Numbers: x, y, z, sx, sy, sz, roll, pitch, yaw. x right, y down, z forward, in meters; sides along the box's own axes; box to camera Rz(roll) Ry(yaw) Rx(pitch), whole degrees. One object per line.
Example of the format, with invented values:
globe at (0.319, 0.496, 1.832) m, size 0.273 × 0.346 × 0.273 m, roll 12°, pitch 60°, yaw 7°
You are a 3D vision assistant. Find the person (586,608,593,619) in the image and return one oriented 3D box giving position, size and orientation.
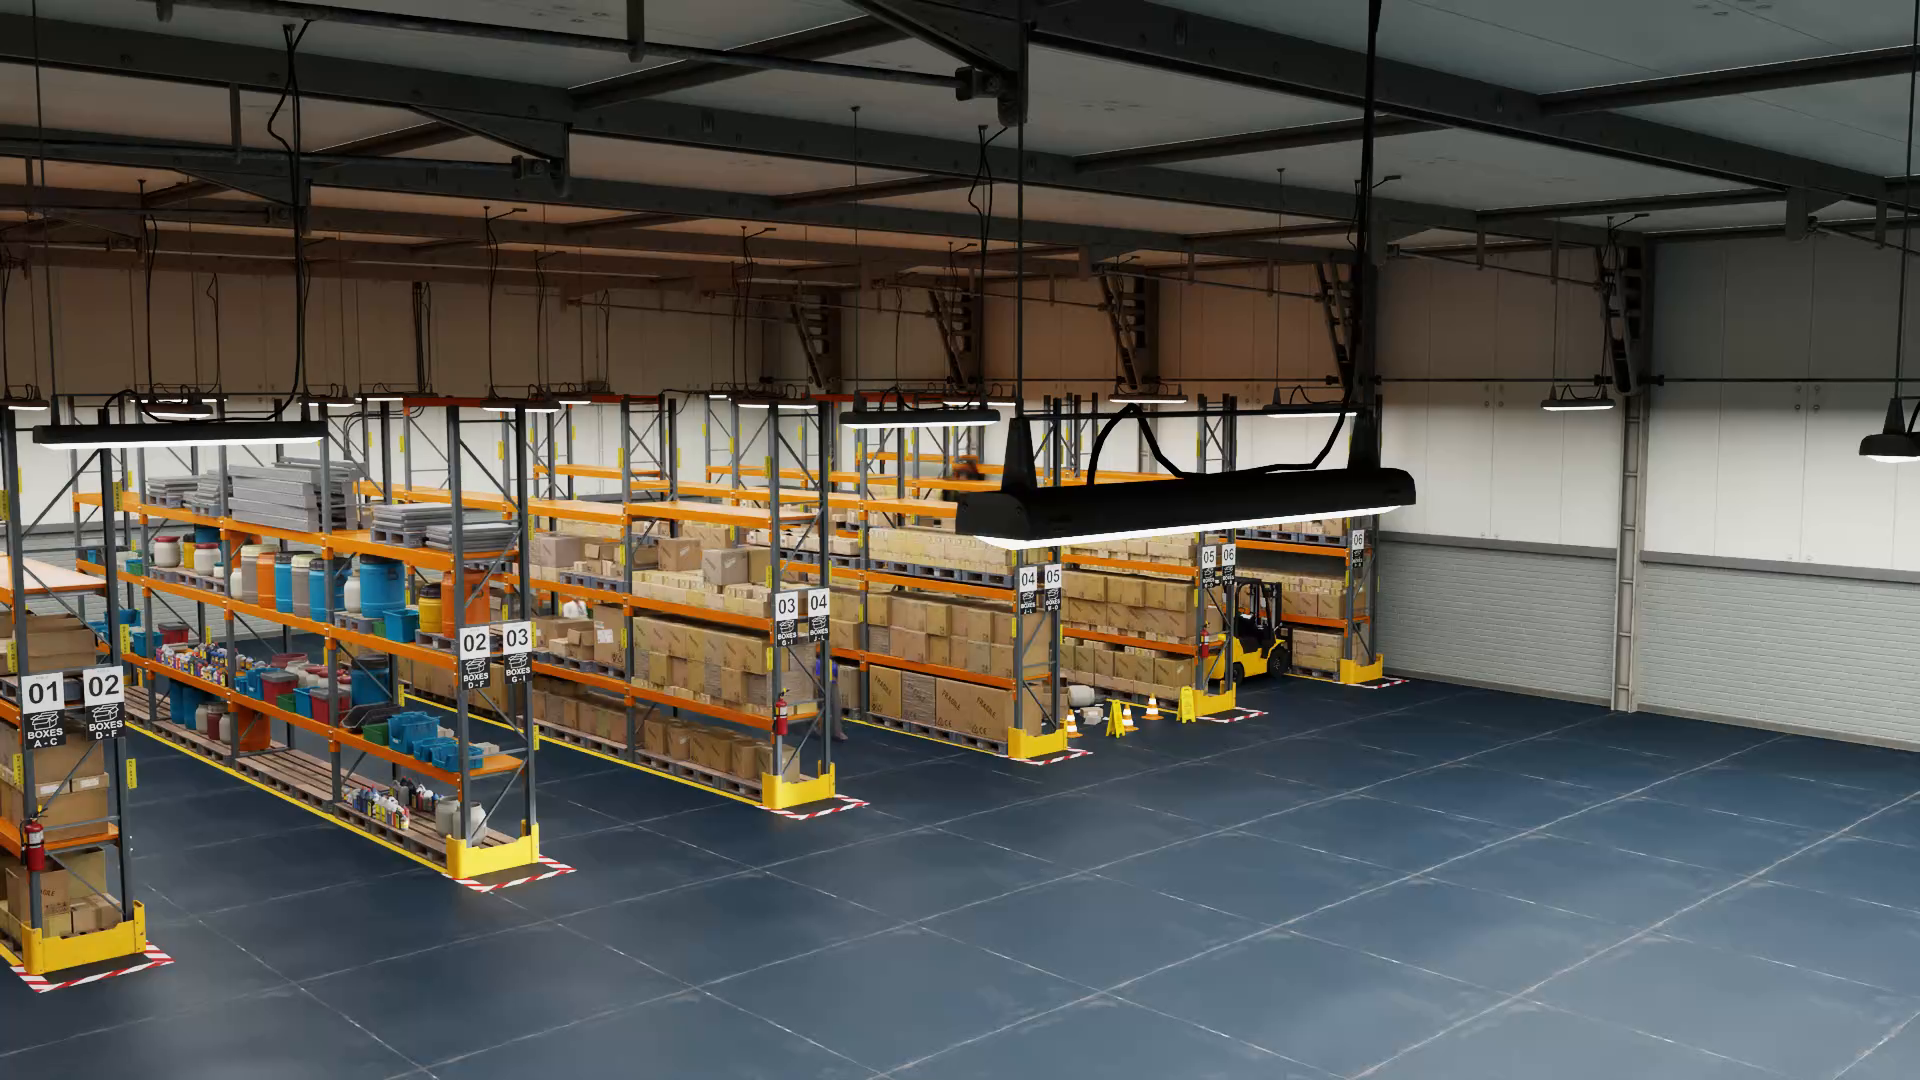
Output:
person at (-9.164, 1.444, 41.589) m, size 0.663 × 1.748 × 0.780 m, roll 5°, pitch 8°, yaw 43°

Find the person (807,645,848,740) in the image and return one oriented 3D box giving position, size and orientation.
person at (-2.320, 2.657, 29.251) m, size 0.891 × 1.645 × 0.586 m, roll 5°, pitch 7°, yaw 40°

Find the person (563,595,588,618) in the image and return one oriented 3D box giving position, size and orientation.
person at (-8.253, 1.996, 35.866) m, size 0.672 × 1.822 × 0.812 m, roll -4°, pitch 7°, yaw -38°
